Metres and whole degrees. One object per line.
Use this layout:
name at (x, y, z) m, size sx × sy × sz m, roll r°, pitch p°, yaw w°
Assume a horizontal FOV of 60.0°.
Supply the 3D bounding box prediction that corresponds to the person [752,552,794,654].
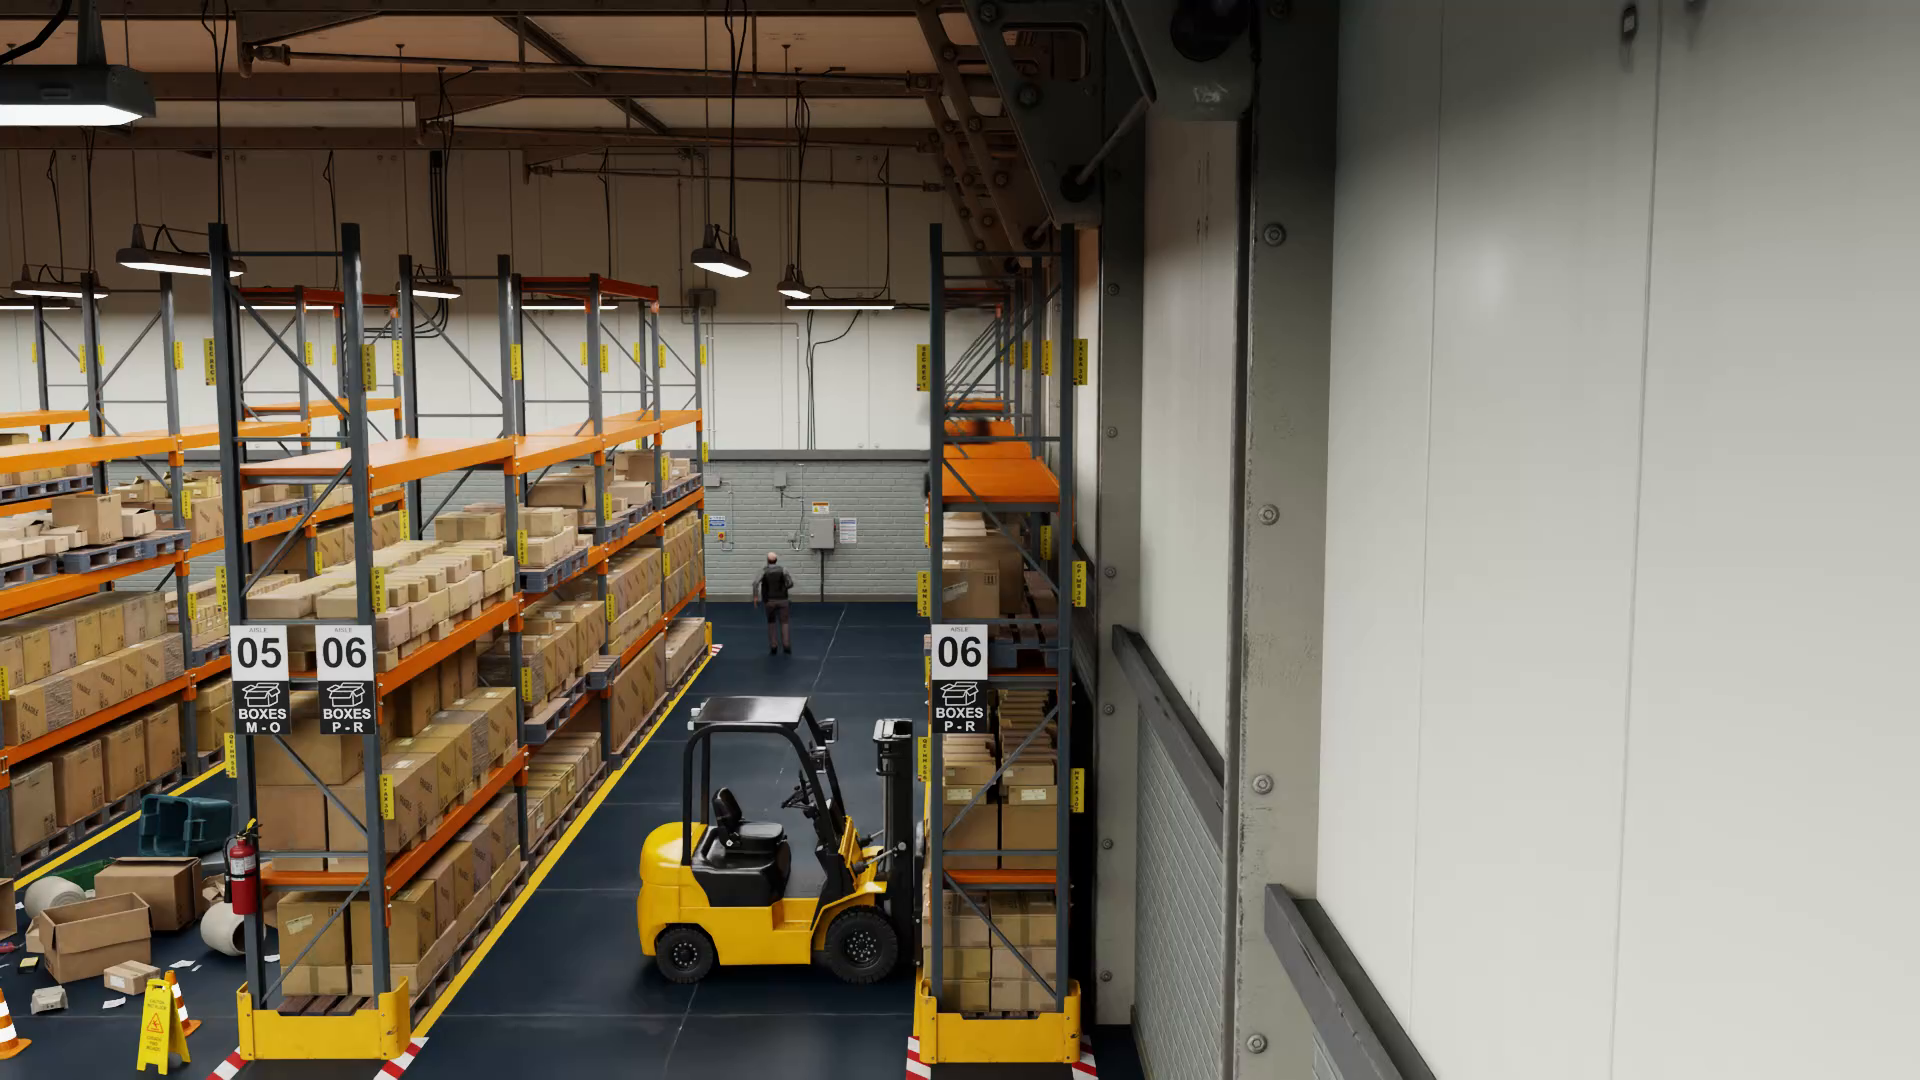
person at (-3.119, 1.099, 27.763) m, size 0.695 × 1.789 × 0.770 m, roll -1°, pitch 7°, yaw -8°
